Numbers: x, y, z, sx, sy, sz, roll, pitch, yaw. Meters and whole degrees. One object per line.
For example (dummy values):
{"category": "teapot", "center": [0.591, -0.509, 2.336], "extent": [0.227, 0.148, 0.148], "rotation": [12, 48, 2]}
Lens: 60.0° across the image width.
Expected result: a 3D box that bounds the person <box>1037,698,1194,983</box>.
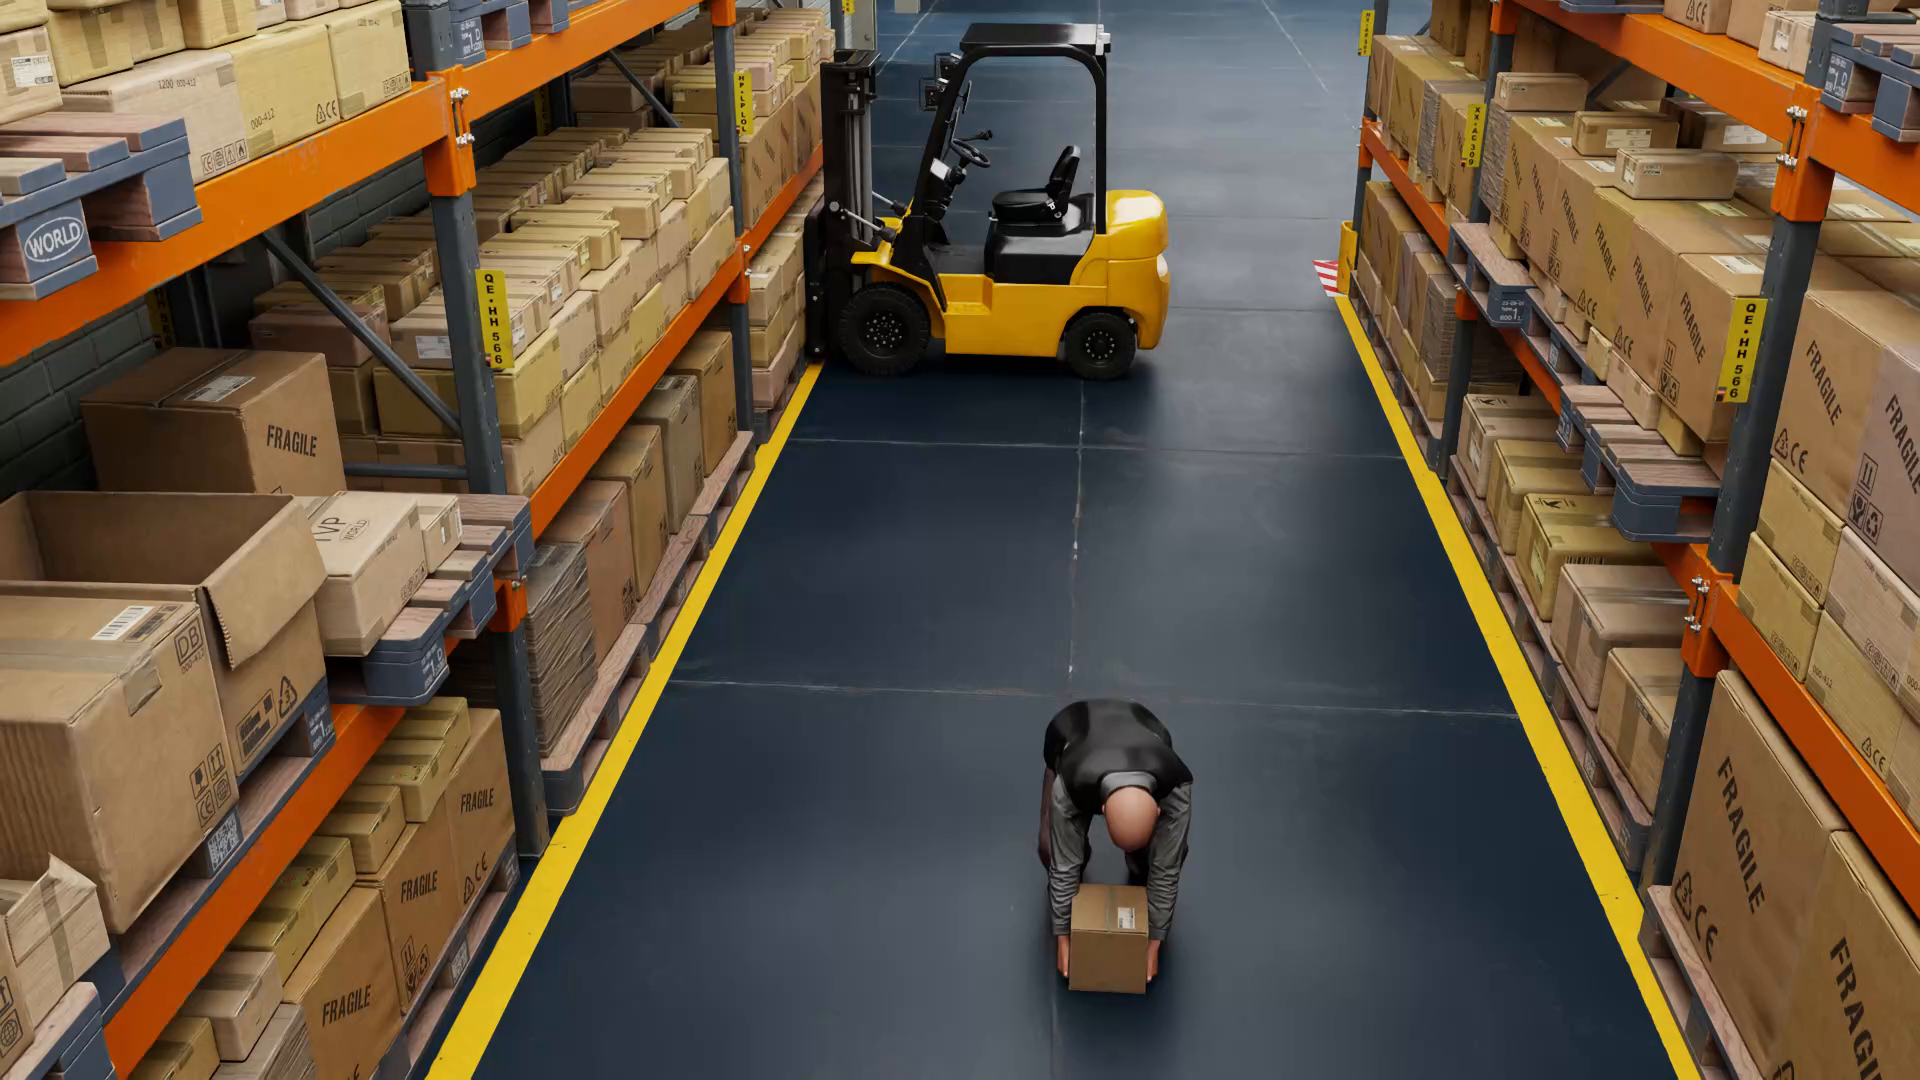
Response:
{"category": "person", "center": [0.523, 0.981, 5.691], "extent": [0.512, 0.806, 0.928], "rotation": [1, 24, 3]}
